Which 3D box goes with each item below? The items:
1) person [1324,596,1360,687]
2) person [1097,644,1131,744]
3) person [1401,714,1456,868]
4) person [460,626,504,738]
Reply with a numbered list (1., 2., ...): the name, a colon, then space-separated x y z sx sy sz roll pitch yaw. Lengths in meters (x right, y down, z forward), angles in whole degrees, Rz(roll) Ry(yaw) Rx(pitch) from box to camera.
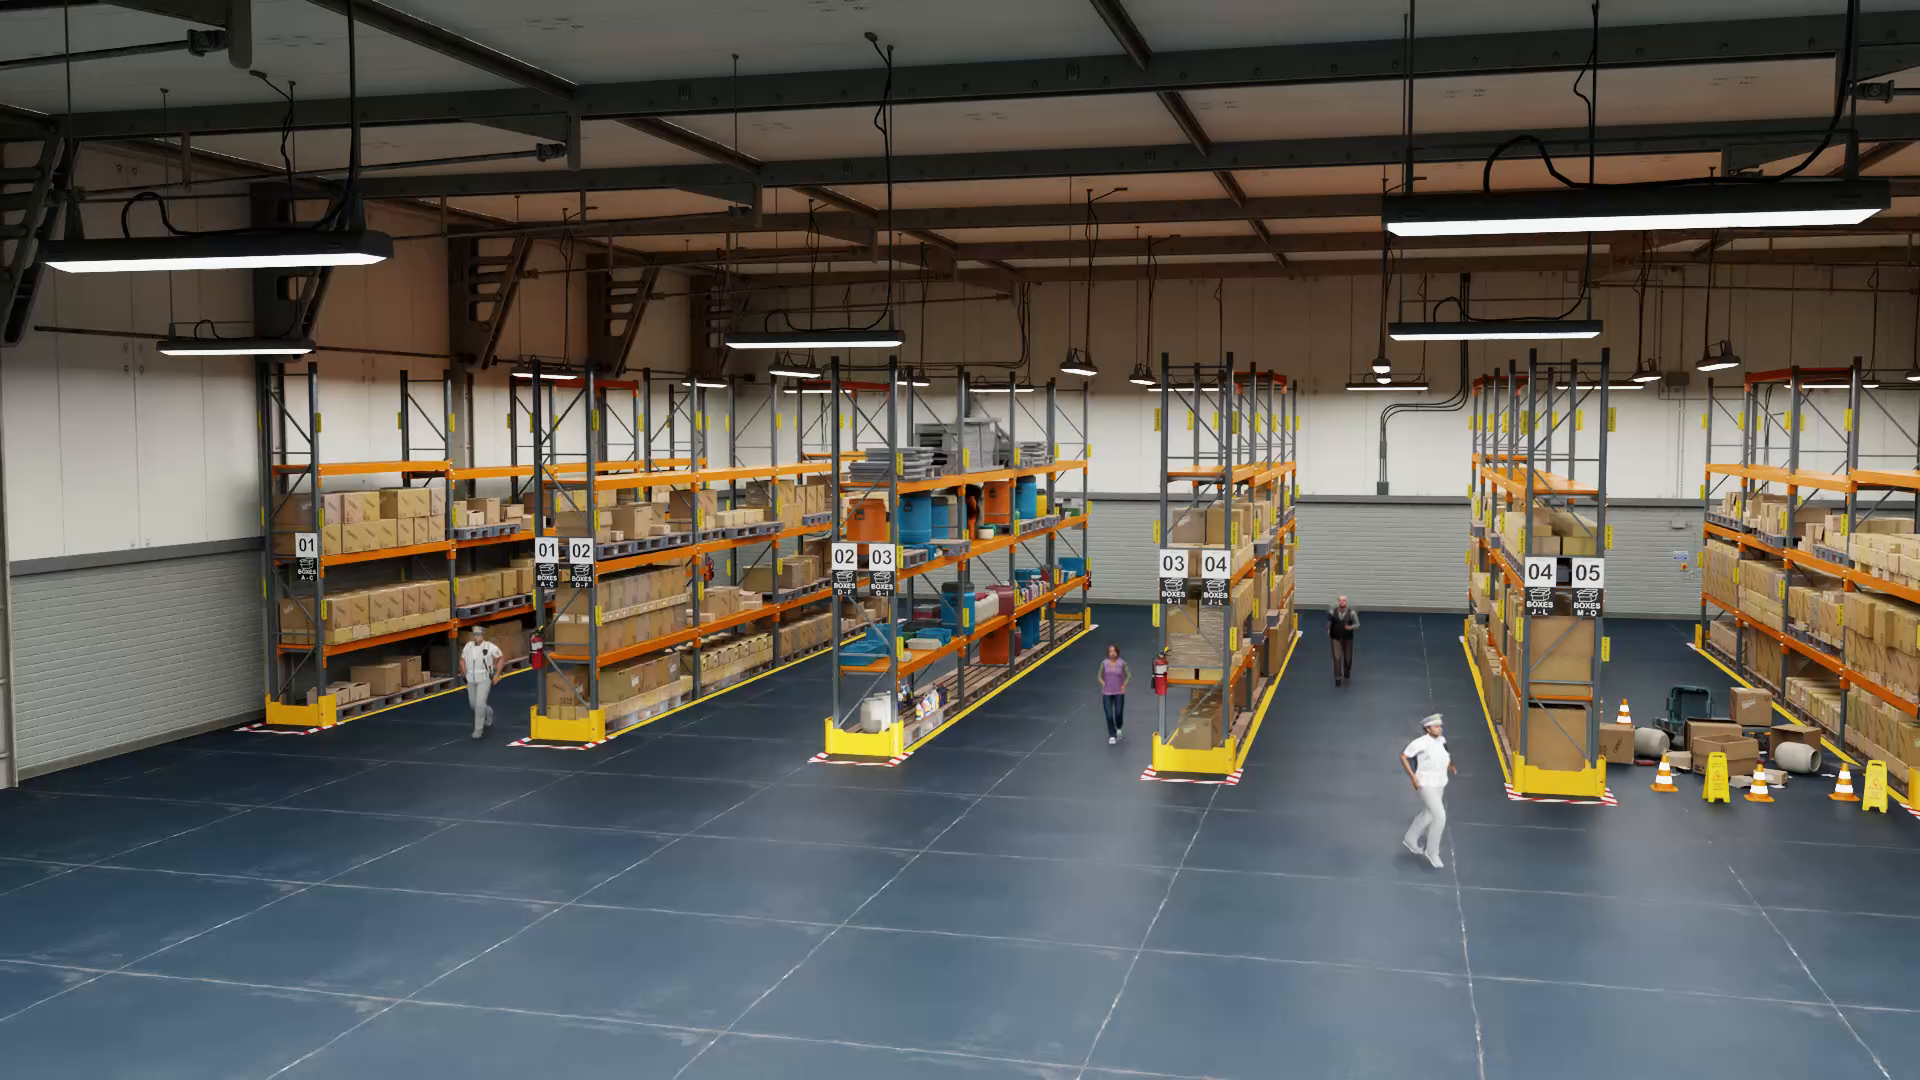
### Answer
1. person: 7.290 1.911 31.761 0.667 1.699 0.915 1 4 14
2. person: 2.382 2.403 25.836 0.527 1.555 0.543 1 4 10
3. person: 5.354 2.831 18.973 0.555 1.759 0.736 -3 5 -35
4. person: -7.724 2.256 26.798 0.701 1.788 0.849 1 4 11
